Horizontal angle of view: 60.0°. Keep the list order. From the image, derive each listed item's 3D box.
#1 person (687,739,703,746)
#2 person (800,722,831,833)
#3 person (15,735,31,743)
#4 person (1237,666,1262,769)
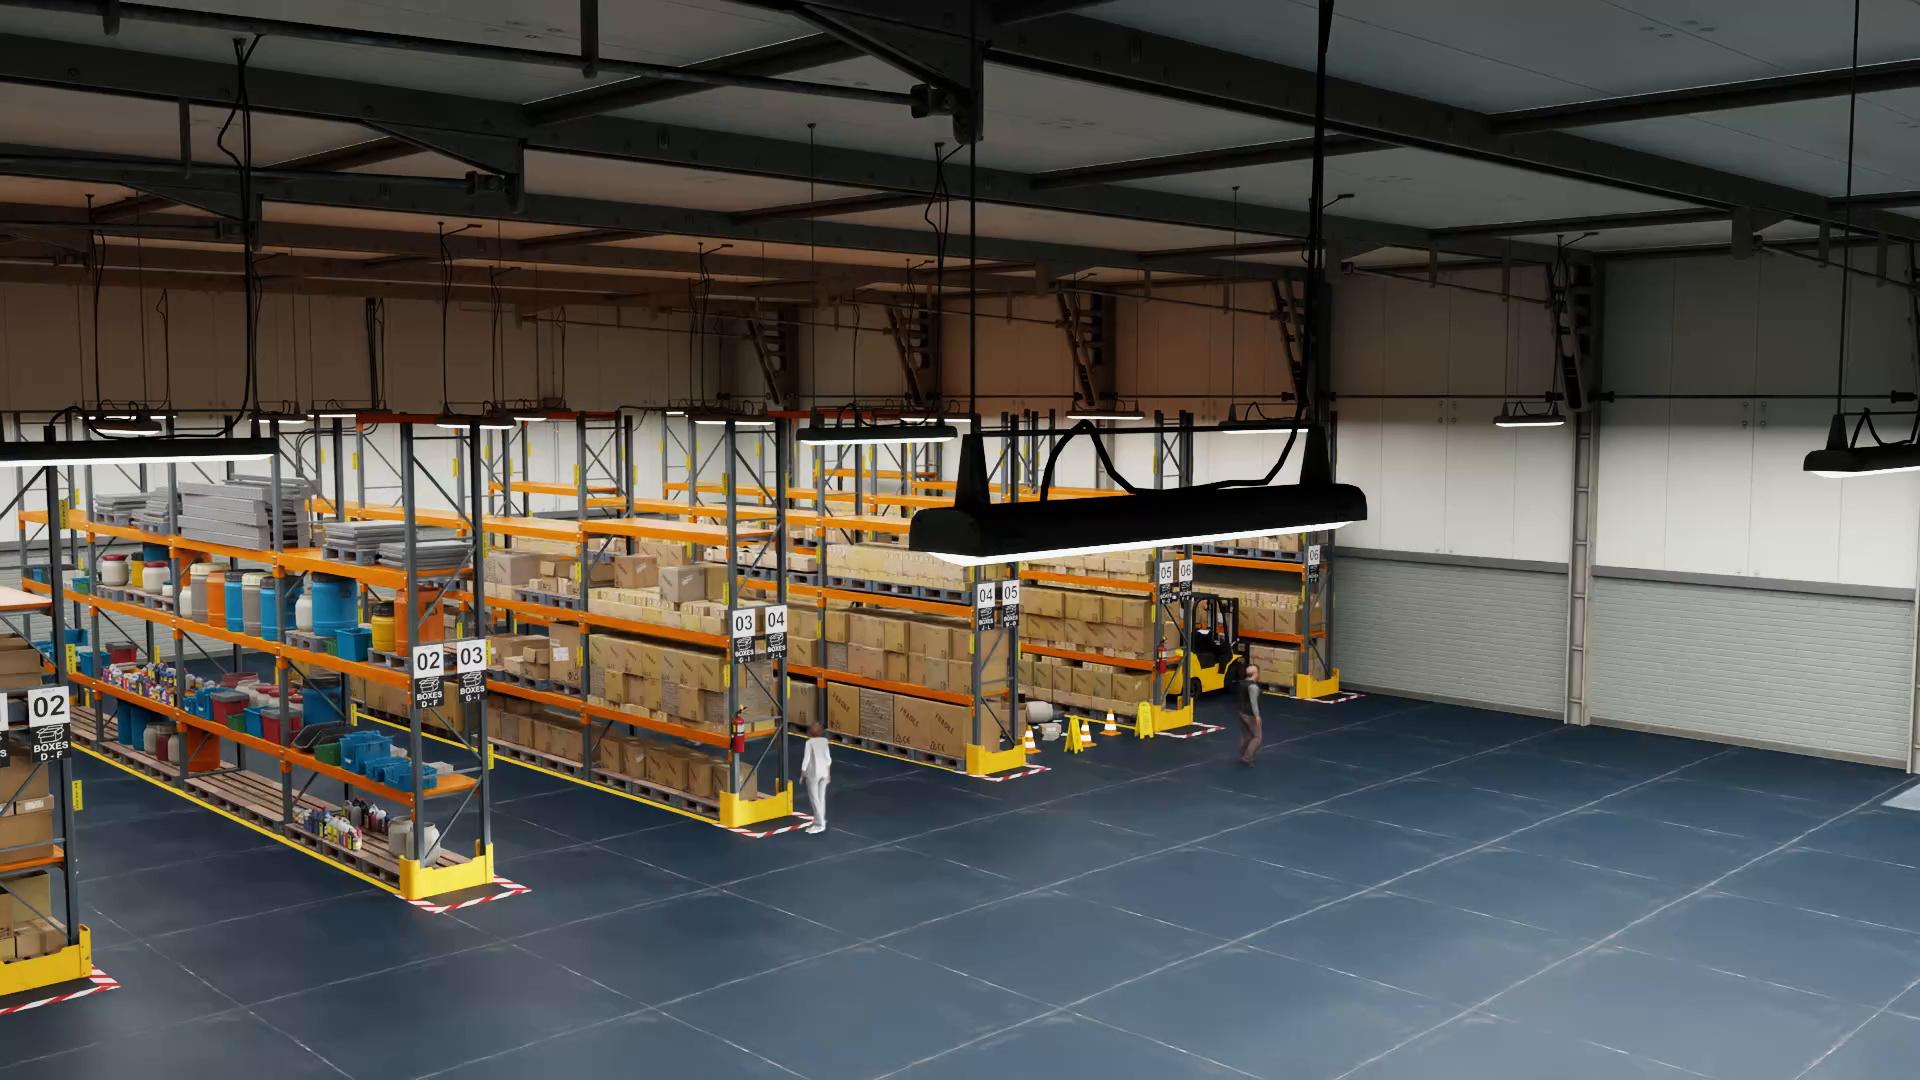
[{"bbox_3d":[-4.793,2.867,30.190,0.348,1.703,0.528,-1,5,-9],"label":"person"},{"bbox_3d":[-2.084,3.440,24.137,0.463,1.615,0.347,-4,6,-38],"label":"person"},{"bbox_3d":[-16.313,2.916,29.104,0.396,1.778,0.615,1,5,12],"label":"person"},{"bbox_3d":[4.954,3.012,28.442,0.367,1.735,0.588,-1,5,-14],"label":"person"}]
